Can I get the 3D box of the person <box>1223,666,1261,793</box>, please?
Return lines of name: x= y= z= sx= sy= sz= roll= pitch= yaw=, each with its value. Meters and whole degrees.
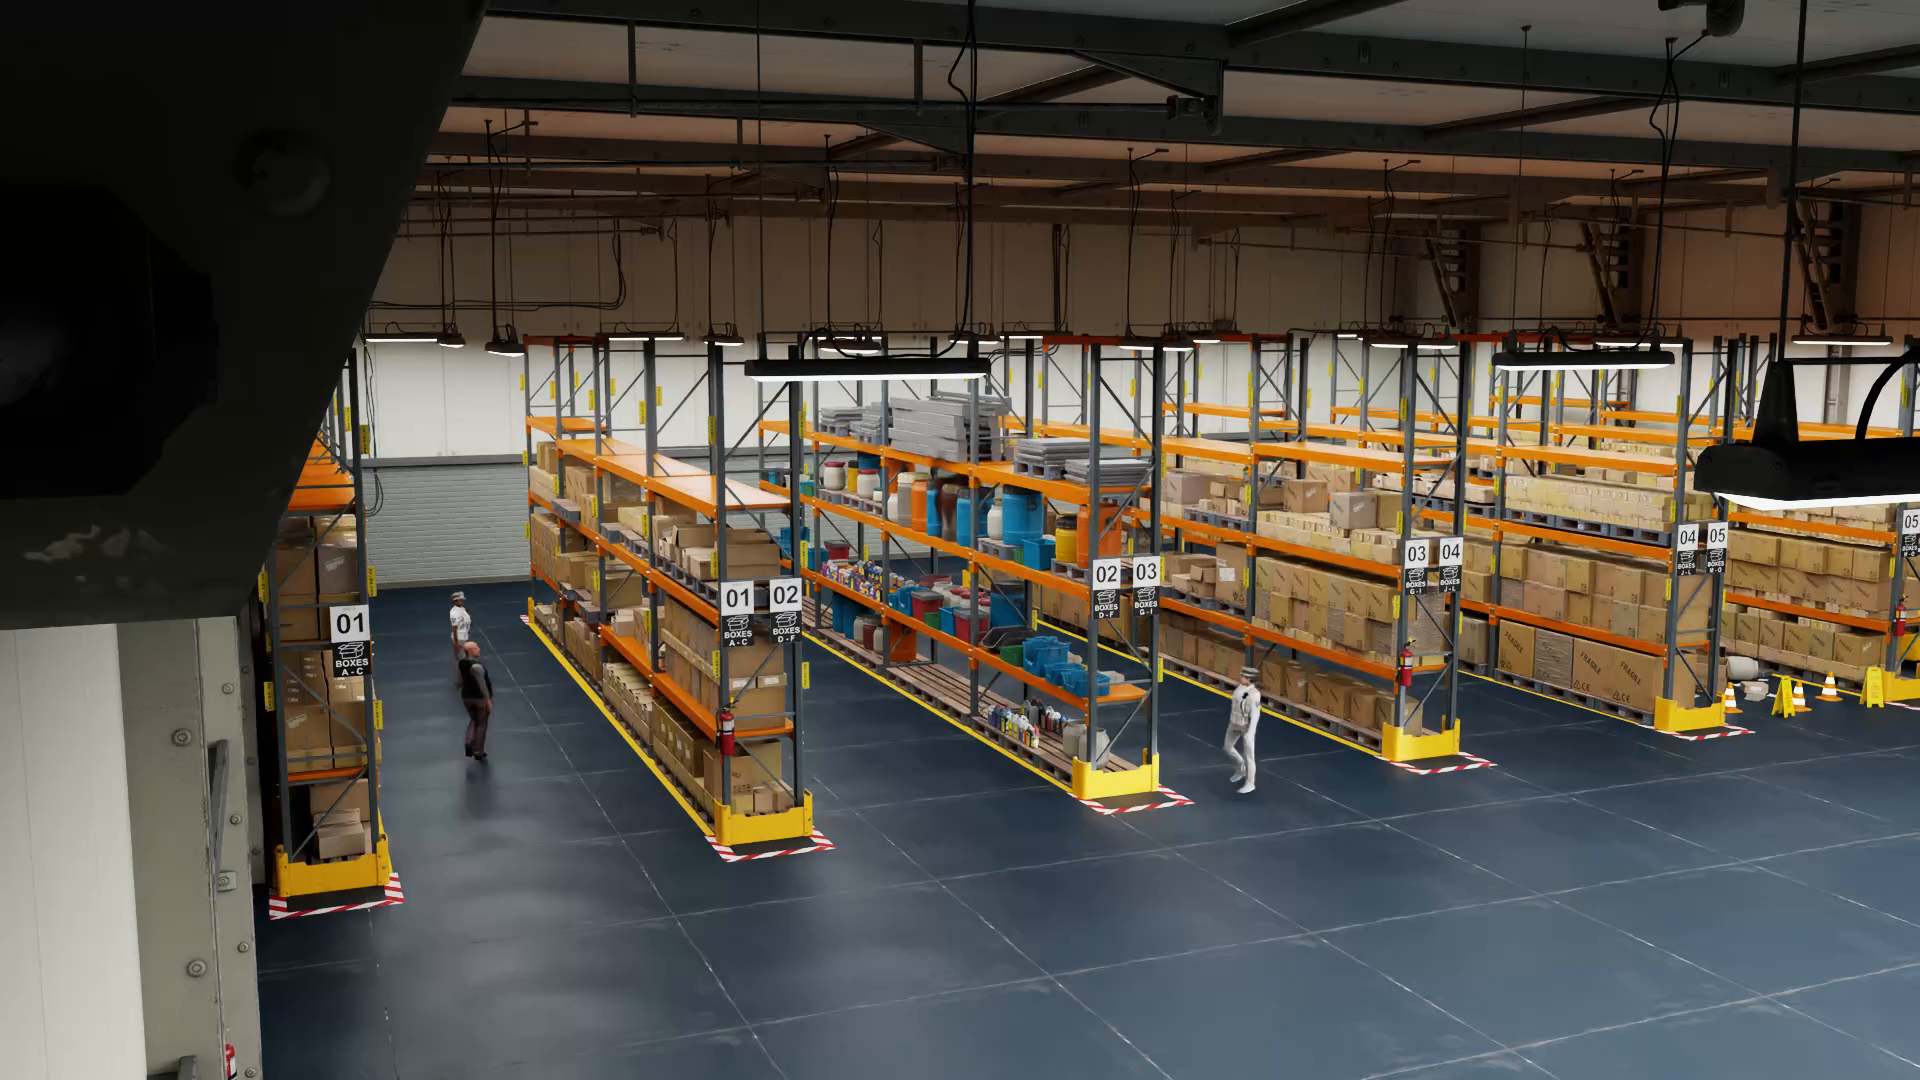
person: x=3.818 y=2.521 z=22.432 sx=0.467 sy=1.675 sz=0.569 roll=-6 pitch=9 yaw=-36

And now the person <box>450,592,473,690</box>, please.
person: x=-8.508 y=1.719 z=28.491 sx=0.420 sy=1.696 sz=0.482 roll=-2 pitch=8 yaw=-15

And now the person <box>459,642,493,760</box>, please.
person: x=-6.952 y=2.294 z=23.908 sx=0.545 sy=1.713 sz=0.480 roll=3 pitch=8 yaw=19
